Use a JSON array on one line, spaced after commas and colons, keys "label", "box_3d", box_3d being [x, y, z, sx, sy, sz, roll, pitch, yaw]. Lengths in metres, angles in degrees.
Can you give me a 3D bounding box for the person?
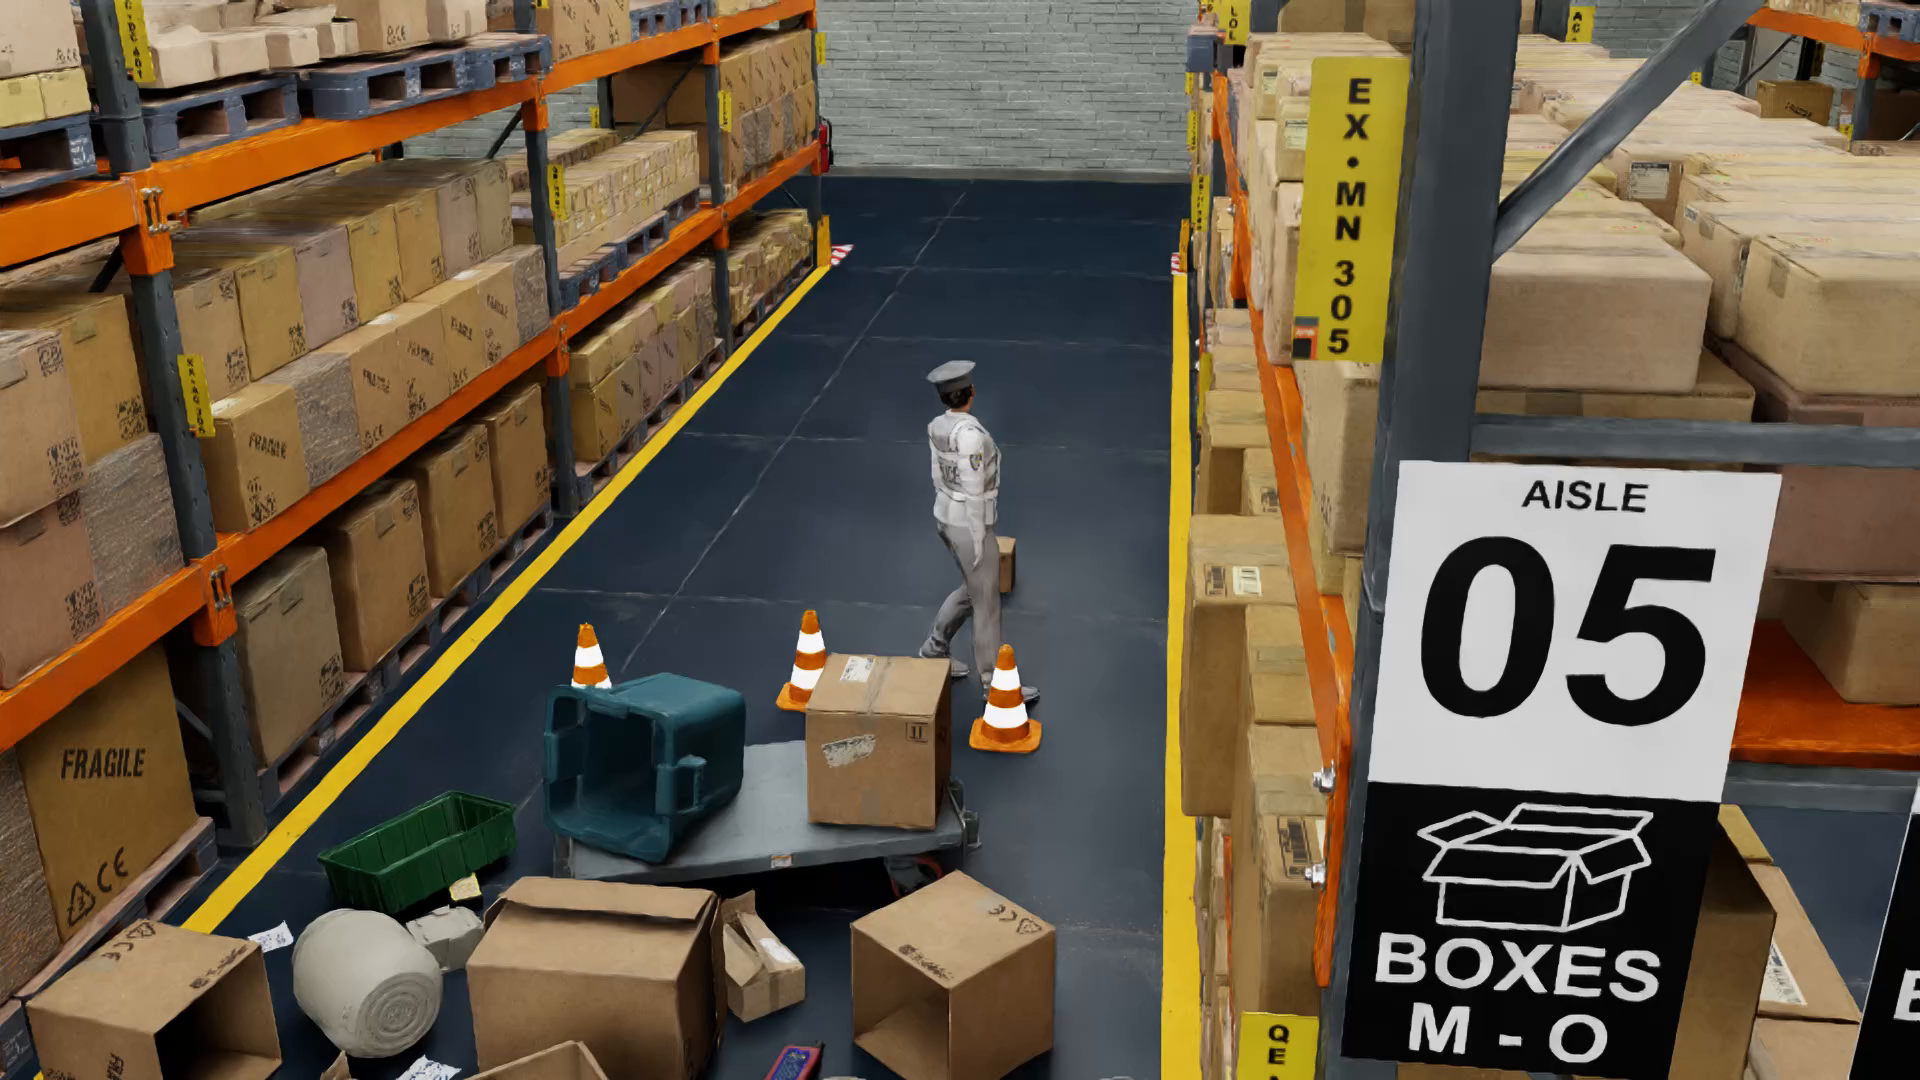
[{"label": "person", "box_3d": [0.094, -0.040, 8.194, 0.455, 1.635, 0.671, -7, 22, -17]}]
